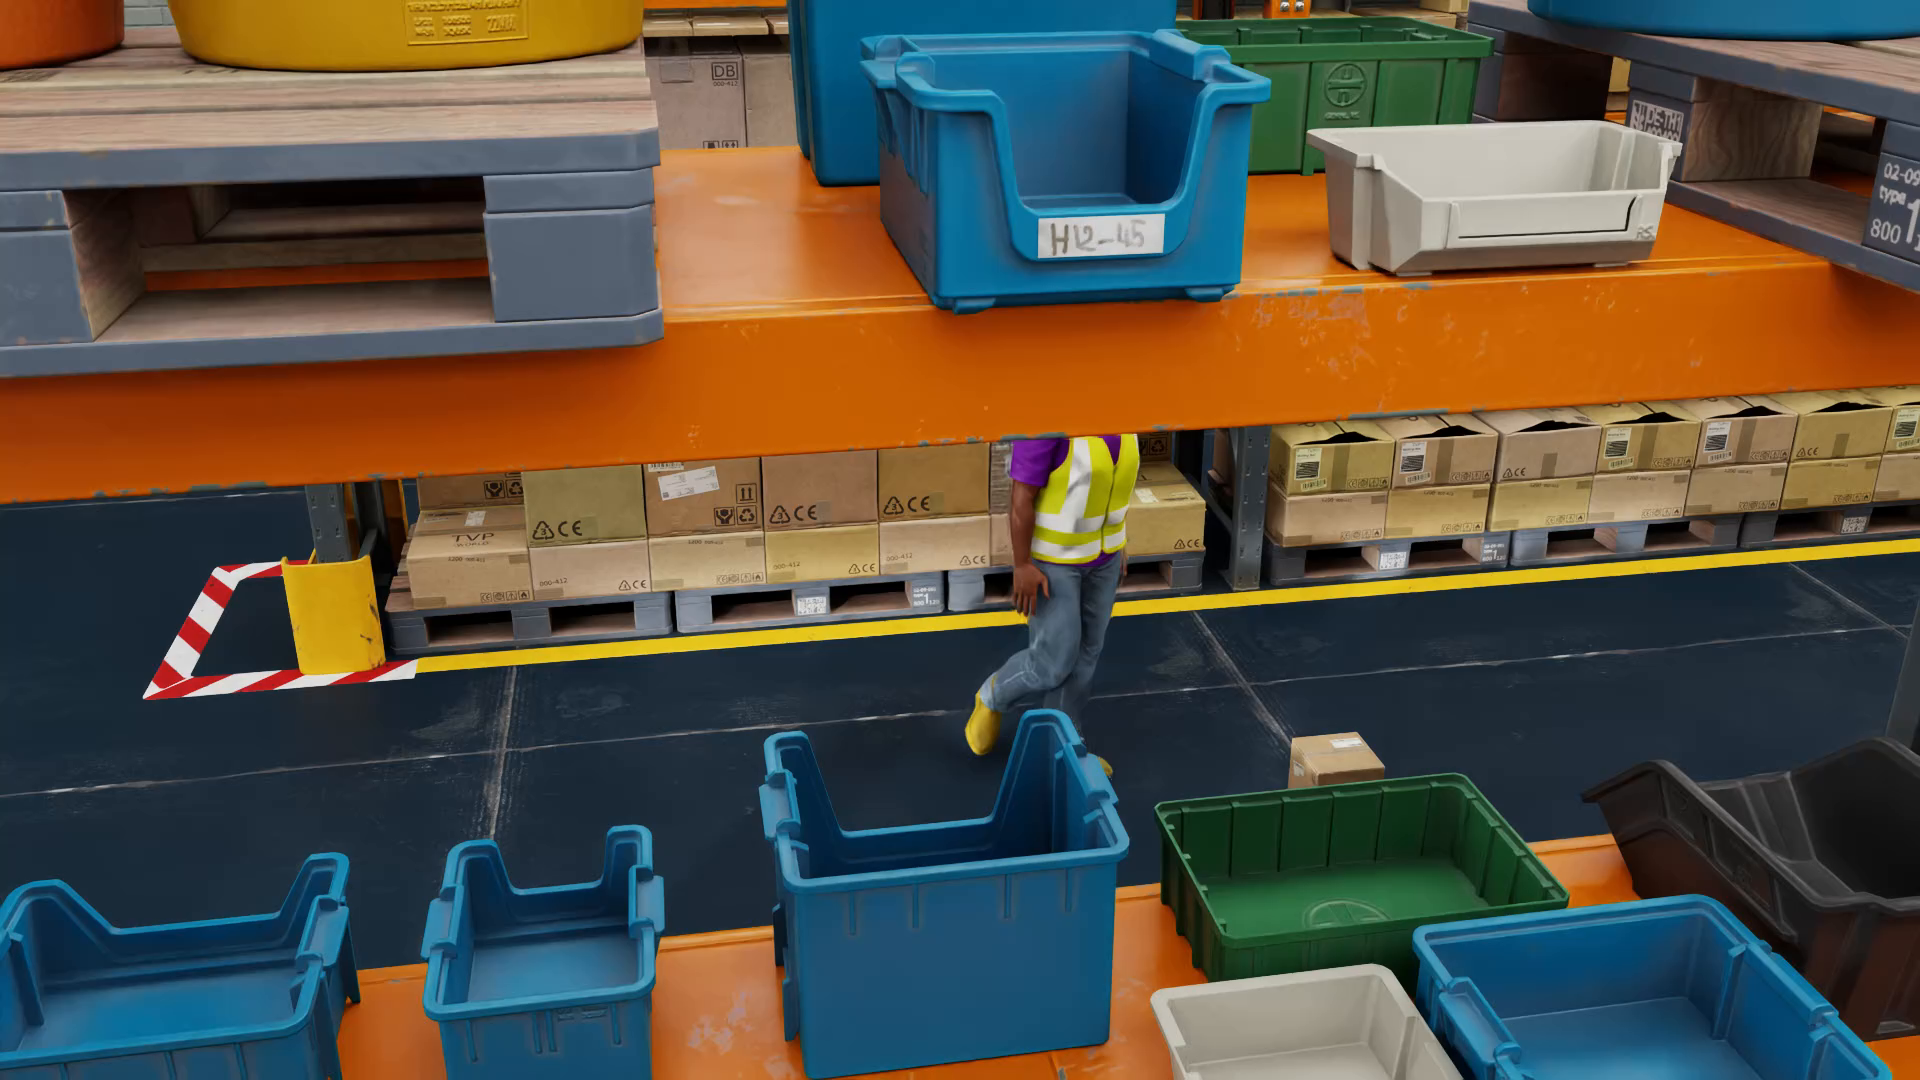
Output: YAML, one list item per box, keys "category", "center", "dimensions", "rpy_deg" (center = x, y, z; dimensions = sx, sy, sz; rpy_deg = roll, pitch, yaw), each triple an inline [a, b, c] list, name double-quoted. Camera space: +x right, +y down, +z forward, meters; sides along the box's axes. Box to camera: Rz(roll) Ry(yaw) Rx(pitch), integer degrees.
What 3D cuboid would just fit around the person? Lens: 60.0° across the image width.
- category: "person"
  center: [0.346, 0.019, 5.985]
  dimensions: [0.608, 1.764, 0.565]
  rpy_deg: [-20, 30, -39]
